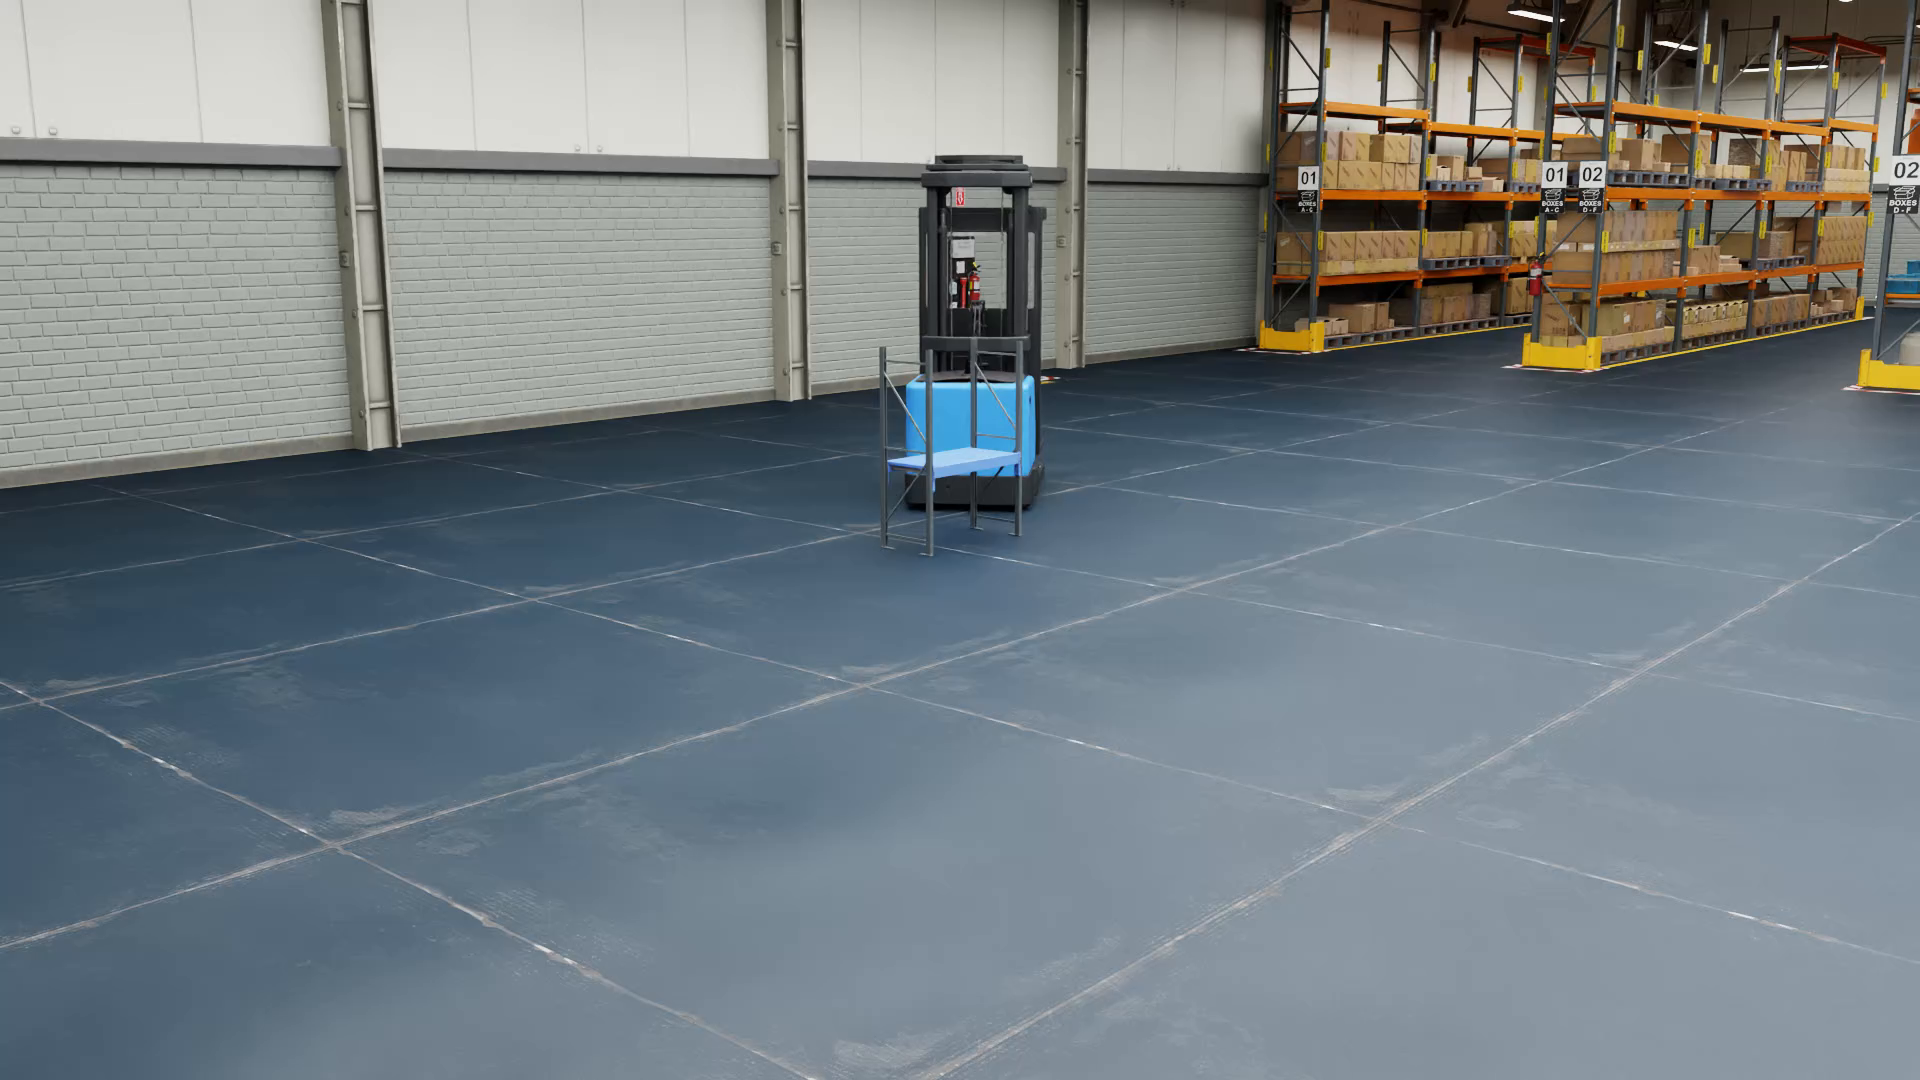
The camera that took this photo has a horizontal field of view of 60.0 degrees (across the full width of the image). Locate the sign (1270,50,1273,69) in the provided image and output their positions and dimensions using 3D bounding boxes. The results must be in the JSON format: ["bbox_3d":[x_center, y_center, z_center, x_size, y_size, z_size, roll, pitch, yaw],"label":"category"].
[{"bbox_3d":[5.490,-8.439,29.196,0.100,0.325,0.005,10,15,40],"label":"sign"}]

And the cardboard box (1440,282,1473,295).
[{"bbox_3d":[10.315,-5.232,34.594,0.500,0.250,0.500,10,15,41],"label":"cardboard box"}]

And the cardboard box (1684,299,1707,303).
[{"bbox_3d":[13.991,-4.438,31.791,0.500,0.311,0.500,9,15,39],"label":"cardboard box"}]

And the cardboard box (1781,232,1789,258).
[{"bbox_3d":[16.419,-5.999,33.760,0.700,0.500,0.500,6,13,26],"label":"cardboard box"}]

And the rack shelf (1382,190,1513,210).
[{"bbox_3d":[9.854,-6.887,33.713,1.077,0.370,4.000,10,15,40],"label":"rack shelf"}]

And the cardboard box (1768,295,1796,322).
[{"bbox_3d":[16.764,-4.747,34.077,0.500,0.500,0.500,10,15,41],"label":"cardboard box"}]

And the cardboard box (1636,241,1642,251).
[{"bbox_3d":[11.053,-4.869,27.521,0.380,0.149,0.250,10,15,41],"label":"cardboard box"}]

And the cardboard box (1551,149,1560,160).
[{"bbox_3d":[13.135,-8.643,37.373,0.500,0.250,0.500,-11,16,-43],"label":"cardboard box"}]

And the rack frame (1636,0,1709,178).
[{"bbox_3d":[12.258,-7.777,28.672,1.000,3.000,0.127,10,15,40],"label":"rack frame"}]

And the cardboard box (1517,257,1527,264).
[{"bbox_3d":[11.978,-6.032,35.846,0.380,0.149,0.250,10,15,42],"label":"cardboard box"}]

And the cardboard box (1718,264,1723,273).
[{"bbox_3d":[14.098,-5.105,31.254,0.250,0.149,0.380,-11,16,-43],"label":"cardboard box"}]

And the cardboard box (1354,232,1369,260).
[{"bbox_3d":[7.114,-5.368,30.347,0.500,0.500,0.500,9,14,39],"label":"cardboard box"}]

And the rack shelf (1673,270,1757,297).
[{"bbox_3d":[13.578,-4.776,30.803,1.077,0.370,4.000,10,15,40],"label":"rack shelf"}]

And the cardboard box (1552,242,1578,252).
[{"bbox_3d":[9.726,-4.694,26.644,0.380,0.149,0.250,9,15,39],"label":"cardboard box"}]

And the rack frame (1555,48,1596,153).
[{"bbox_3d":[13.815,-9.594,37.768,1.000,3.000,0.127,10,15,40],"label":"rack frame"}]

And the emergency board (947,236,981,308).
[{"bbox_3d":[0.085,-3.860,24.377,0.194,1.169,0.643,10,15,40],"label":"emergency board"}]

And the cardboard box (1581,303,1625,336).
[{"bbox_3d":[10.467,-3.596,27.088,0.500,0.500,0.500,10,15,40],"label":"cardboard box"}]

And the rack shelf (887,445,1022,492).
[{"bbox_3d":[-0.056,-0.547,12.537,0.538,0.185,1.000,10,15,40],"label":"rack shelf"}]

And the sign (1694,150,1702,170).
[{"bbox_3d":[12.675,-6.527,28.549,0.100,0.325,0.005,10,15,40],"label":"sign"}]

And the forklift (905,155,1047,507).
[{"bbox_3d":[0.207,-1.958,15.029,1.130,2.935,3.031,1,11,6],"label":"forklift"}]

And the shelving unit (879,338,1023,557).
[{"bbox_3d":[-0.056,-0.723,12.501,0.538,1.500,1.048,10,15,40],"label":"shelving unit"}]

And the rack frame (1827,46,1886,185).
[{"bbox_3d":[20.179,-9.542,37.511,1.000,3.000,0.127,10,15,40],"label":"rack frame"}]

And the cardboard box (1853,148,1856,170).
[{"bbox_3d":[19.458,-8.470,36.994,0.700,0.500,0.500,10,15,40],"label":"cardboard box"}]

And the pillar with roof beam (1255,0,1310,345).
[{"bbox_3d":[8.940,-7.486,27.218,9.100,9.000,0.548,10,15,40],"label":"pillar with roof beam"}]

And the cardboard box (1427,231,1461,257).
[{"bbox_3d":[9.681,-5.992,33.675,0.500,0.500,0.700,-10,15,-40],"label":"cardboard box"}]

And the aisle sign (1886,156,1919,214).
[{"bbox_3d":[13.065,-4.908,22.988,0.394,0.787,0.004,10,15,40],"label":"aisle sign"}]

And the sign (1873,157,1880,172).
[{"bbox_3d":[20.583,-8.431,37.344,0.100,0.325,0.005,10,15,40],"label":"sign"}]

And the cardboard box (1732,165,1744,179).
[{"bbox_3d":[14.308,-6.873,31.117,0.500,0.250,0.500,10,15,42],"label":"cardboard box"}]

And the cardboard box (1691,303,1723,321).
[{"bbox_3d":[13.731,-4.222,30.709,0.500,0.311,0.500,10,15,42],"label":"cardboard box"}]

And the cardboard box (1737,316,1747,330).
[{"bbox_3d":[14.734,-4.172,31.888,0.500,0.250,0.500,10,15,42],"label":"cardboard box"}]

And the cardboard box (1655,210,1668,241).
[{"bbox_3d":[11.637,-5.379,28.418,0.700,0.500,0.500,10,15,40],"label":"cardboard box"}]

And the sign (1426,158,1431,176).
[{"bbox_3d":[8.947,-7.130,31.773,0.100,0.325,0.005,10,15,40],"label":"sign"}]

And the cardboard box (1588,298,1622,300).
[{"bbox_3d":[11.056,-3.885,28.538,0.500,0.500,0.500,10,15,40],"label":"cardboard box"}]

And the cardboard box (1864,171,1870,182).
[{"bbox_3d":[20.031,-8.134,37.227,0.500,0.250,0.500,10,15,40],"label":"cardboard box"}]

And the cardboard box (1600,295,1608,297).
[{"bbox_3d":[15.060,-5.877,39.789,0.700,0.500,0.500,10,15,42],"label":"cardboard box"}]

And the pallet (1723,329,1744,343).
[{"bbox_3d":[14.325,-3.940,31.898,1.003,0.211,1.213,10,15,40],"label":"pallet"}]

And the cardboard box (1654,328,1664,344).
[{"bbox_3d":[11.778,-3.524,28.642,0.500,0.250,0.500,10,15,40],"label":"cardboard box"}]

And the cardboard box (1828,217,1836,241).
[{"bbox_3d":[18.401,-6.660,35.590,0.500,0.500,0.500,9,15,39],"label":"cardboard box"}]

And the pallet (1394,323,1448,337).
[{"bbox_3d":[9.047,-4.222,33.311,1.003,0.211,1.213,10,15,40],"label":"pallet"}]

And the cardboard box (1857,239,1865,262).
[{"bbox_3d":[20.088,-6.548,37.583,0.500,0.500,0.500,10,15,42],"label":"cardboard box"}]

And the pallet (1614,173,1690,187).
[{"bbox_3d":[11.714,-6.133,28.329,1.003,0.211,1.213,10,15,40],"label":"pallet"}]

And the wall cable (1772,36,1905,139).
[{"bbox_3d":[22.489,-11.572,42.708,3.097,2.526,0.112,10,15,40],"label":"wall cable"}]

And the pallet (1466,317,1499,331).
[{"bbox_3d":[10.657,-4.581,35.108,1.003,0.211,1.213,10,15,40],"label":"pallet"}]

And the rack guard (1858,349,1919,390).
[{"bbox_3d":[13.350,-2.397,23.435,1.175,0.500,0.348,10,15,40],"label":"rack guard"}]

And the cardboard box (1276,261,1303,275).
[{"bbox_3d":[6.057,-4.916,29.999,0.500,0.250,0.500,10,15,41],"label":"cardboard box"}]

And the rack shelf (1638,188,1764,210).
[{"bbox_3d":[13.578,-6.247,30.509,1.077,0.370,4.000,10,15,40],"label":"rack shelf"}]

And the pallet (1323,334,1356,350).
[{"bbox_3d":[6.507,-3.645,30.421,1.003,0.211,1.213,10,15,40],"label":"pallet"}]

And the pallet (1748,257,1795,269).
[{"bbox_3d":[16.178,-5.616,33.660,1.003,0.211,1.213,10,15,40],"label":"pallet"}]

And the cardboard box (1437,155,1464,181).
[{"bbox_3d":[9.769,-7.452,33.378,0.500,0.500,0.500,9,14,38],"label":"cardboard box"}]

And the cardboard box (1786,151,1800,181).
[{"bbox_3d":[16.726,-7.621,33.967,0.600,0.600,0.600,10,15,40],"label":"cardboard box"}]

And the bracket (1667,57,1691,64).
[{"bbox_3d":[19.303,-12.733,44.298,0.076,0.066,3.189,10,15,40],"label":"bracket"}]

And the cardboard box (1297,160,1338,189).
[{"bbox_3d":[6.302,-6.433,29.295,0.500,0.500,0.500,10,15,42],"label":"cardboard box"}]

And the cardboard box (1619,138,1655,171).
[{"bbox_3d":[10.919,-6.250,27.001,0.500,0.500,0.500,10,15,40],"label":"cardboard box"}]

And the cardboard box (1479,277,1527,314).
[{"bbox_3d":[11.758,-5.306,36.036,0.750,0.750,0.750,10,15,40],"label":"cardboard box"}]
